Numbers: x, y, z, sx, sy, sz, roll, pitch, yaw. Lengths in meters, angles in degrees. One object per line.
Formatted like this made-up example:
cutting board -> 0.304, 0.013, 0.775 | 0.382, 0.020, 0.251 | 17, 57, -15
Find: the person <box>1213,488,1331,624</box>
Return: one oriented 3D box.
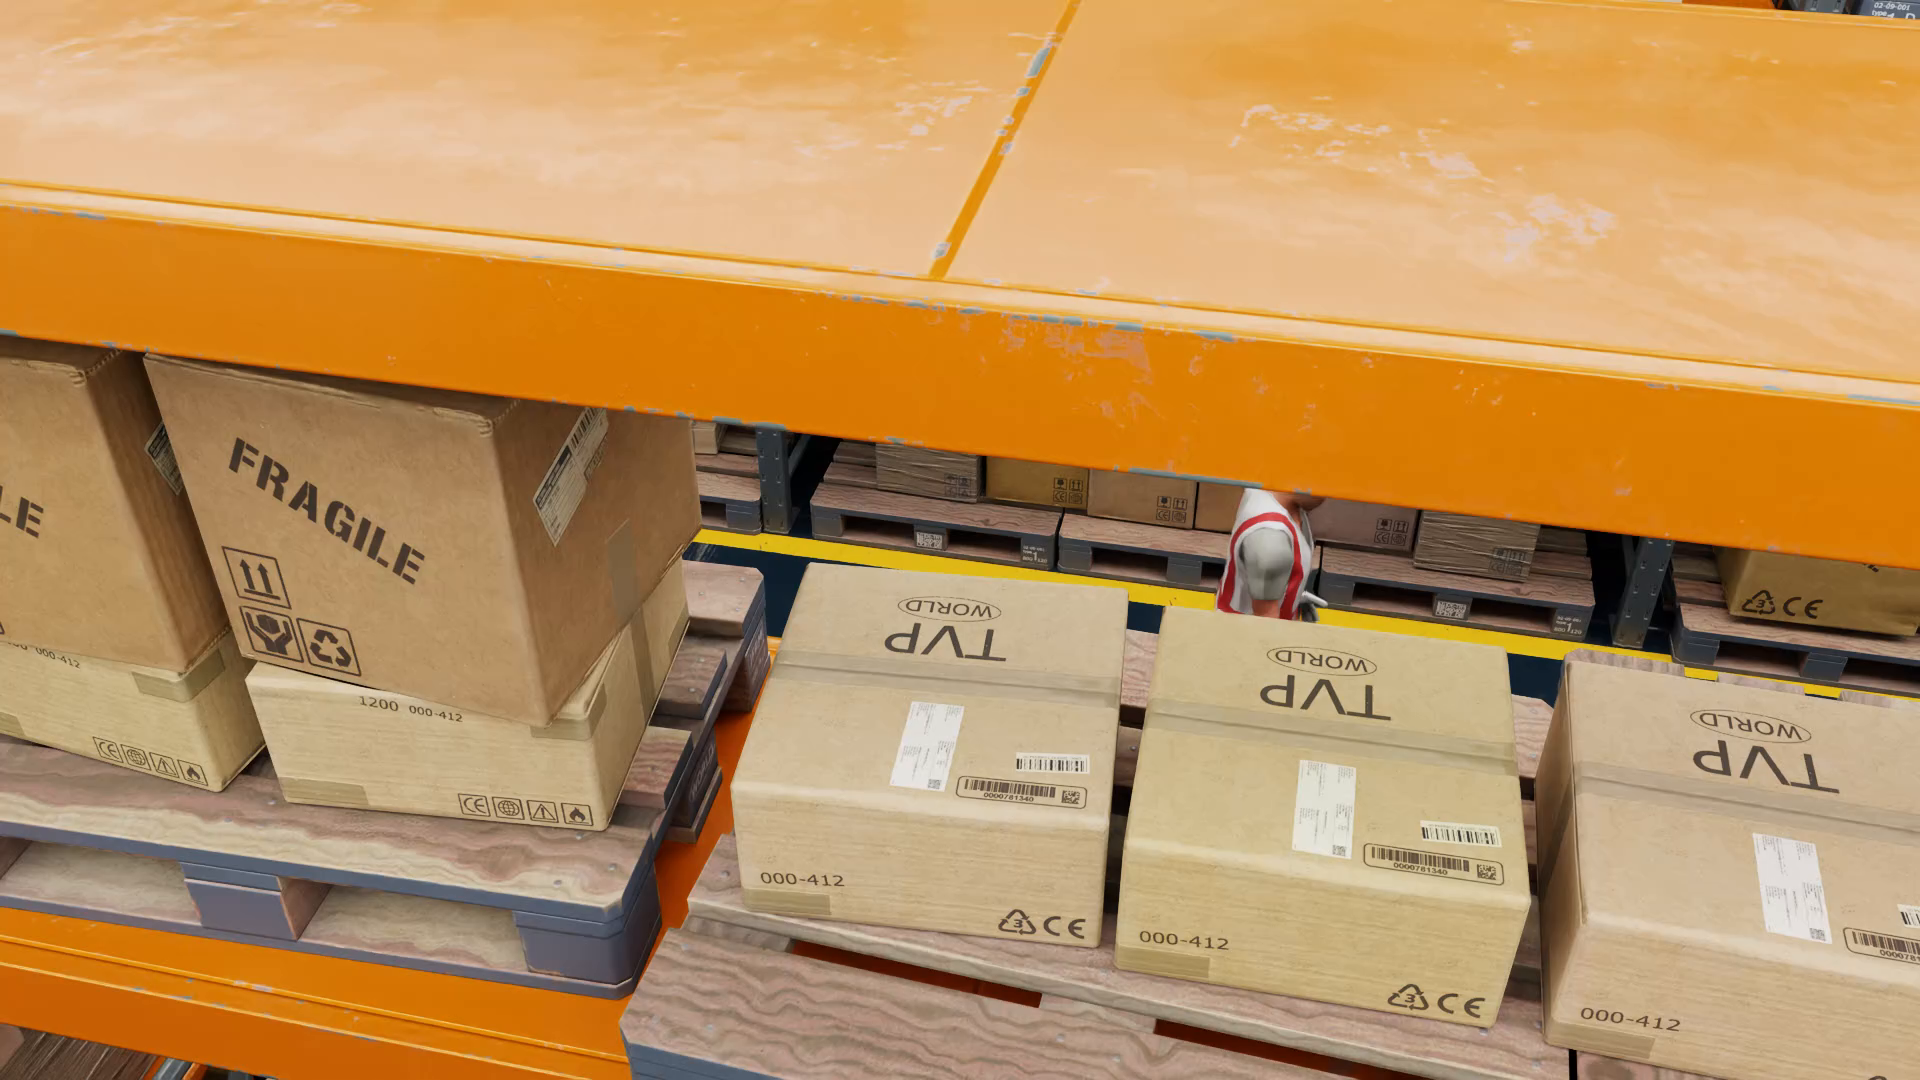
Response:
person -> 1.160, 0.347, 6.195 | 0.443, 1.743, 0.541 | 8, 37, 11
